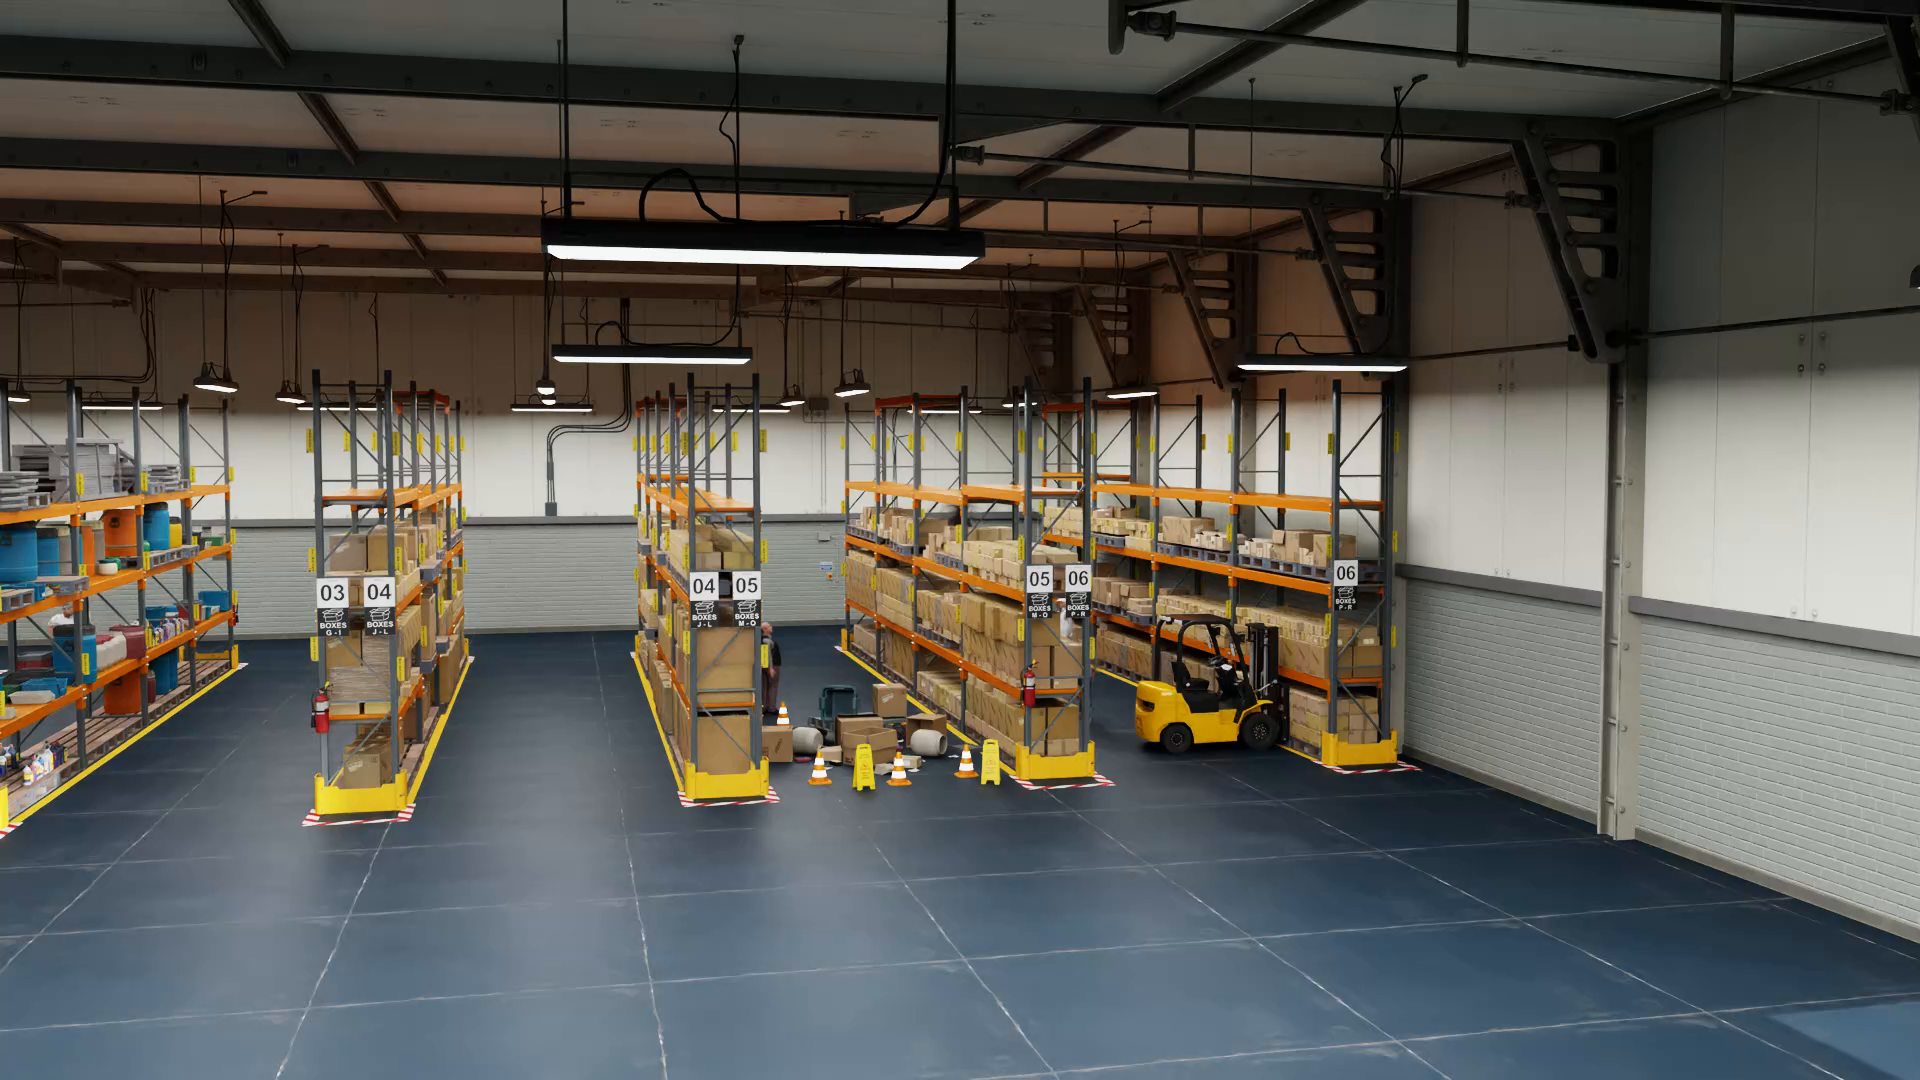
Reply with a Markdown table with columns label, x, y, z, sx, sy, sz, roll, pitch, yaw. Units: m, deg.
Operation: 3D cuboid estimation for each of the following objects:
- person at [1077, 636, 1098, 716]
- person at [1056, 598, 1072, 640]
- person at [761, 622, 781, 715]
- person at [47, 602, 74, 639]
| label | x | y | z | sx | sy | sz | roll | pitch | yaw |
| --- | --- | --- | --- | --- | --- | --- | --- | --- | --- |
| person | 2.194 | 2.496 | 30.260 | 0.634 | 1.560 | 0.893 | -1 | 3 | -13 |
| person | 2.187 | 2.068 | 35.392 | 0.378 | 1.772 | 0.558 | -1 | 4 | -20 |
| person | -3.518 | 2.373 | 30.795 | 0.445 | 1.722 | 0.558 | -2 | 4 | -33 |
| person | -18.313 | 2.167 | 34.063 | 0.693 | 1.822 | 0.846 | -1 | 3 | -13 |
